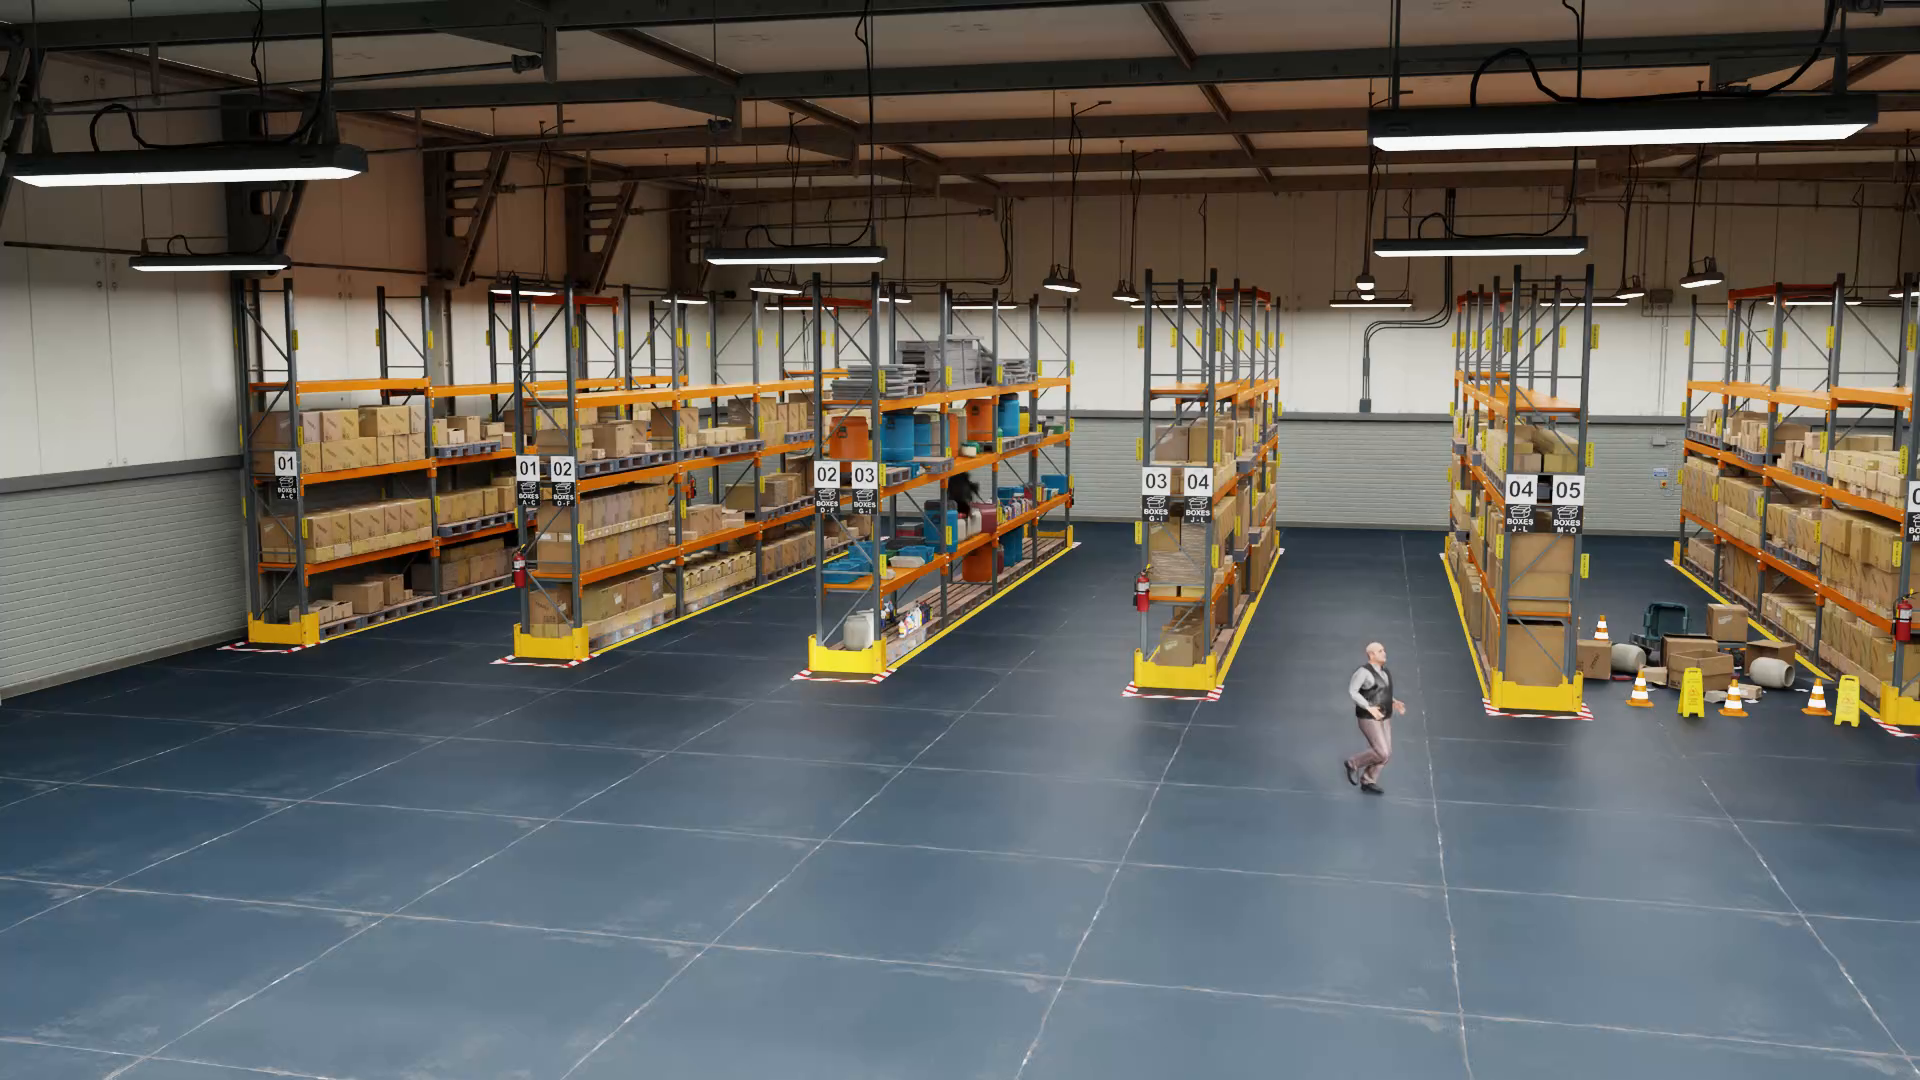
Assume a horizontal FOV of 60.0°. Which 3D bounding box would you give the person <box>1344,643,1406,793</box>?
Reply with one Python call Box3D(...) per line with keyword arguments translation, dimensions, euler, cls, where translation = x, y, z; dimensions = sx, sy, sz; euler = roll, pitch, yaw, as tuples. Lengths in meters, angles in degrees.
Box3D(translation=(4.594, 1.967, 18.417), dimensions=(0.643, 1.676, 0.577), euler=(-7, 10, -44), cls="person")
